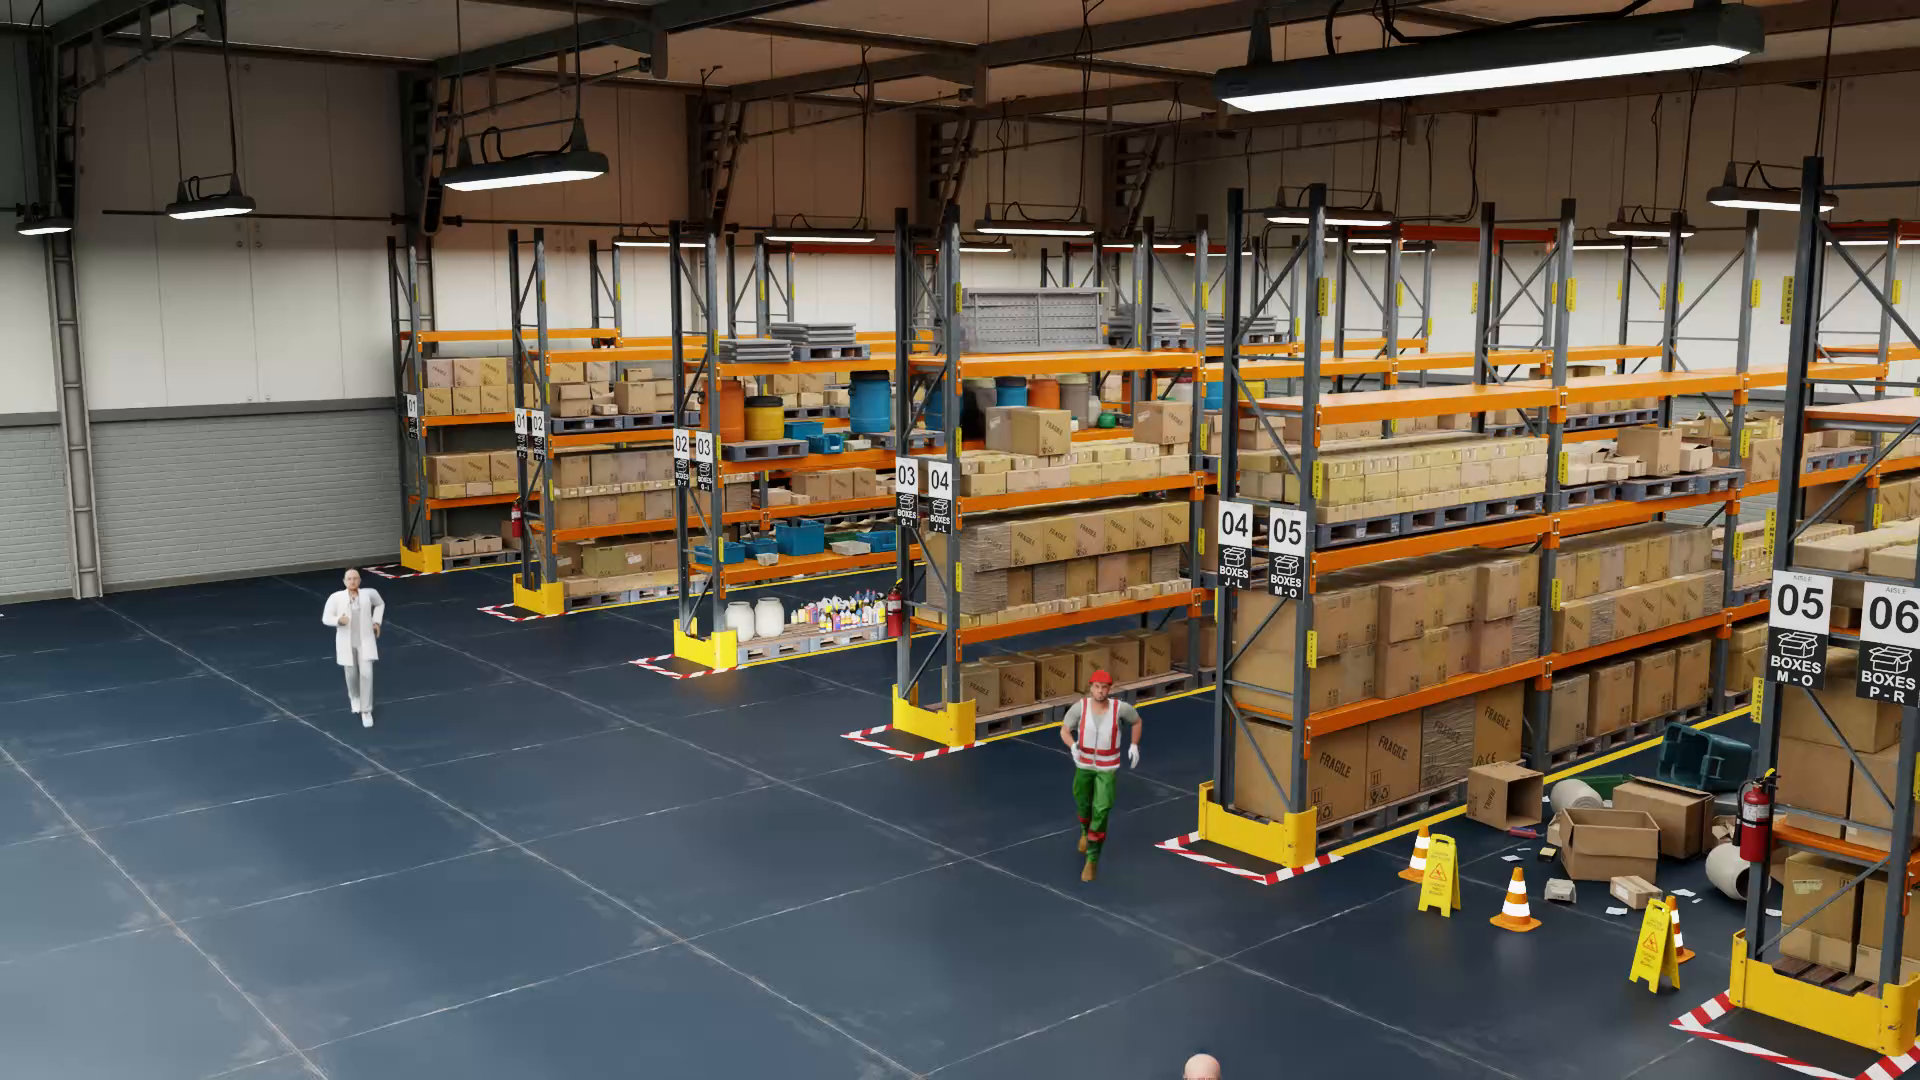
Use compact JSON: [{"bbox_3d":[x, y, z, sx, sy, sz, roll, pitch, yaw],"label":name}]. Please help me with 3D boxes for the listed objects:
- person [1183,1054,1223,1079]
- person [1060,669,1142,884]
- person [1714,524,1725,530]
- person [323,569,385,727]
[{"bbox_3d":[1.105,3.184,7.698,0.661,1.701,0.748,1,9,6],"label":"person"},{"bbox_3d":[1.234,2.039,14.737,0.697,1.844,0.877,2,9,15],"label":"person"},{"bbox_3d":[11.299,0.553,24.729,0.653,1.548,0.601,-5,10,-30],"label":"person"},{"bbox_3d":[-7.171,1.240,19.728,0.698,1.804,0.981,-3,9,-19],"label":"person"}]
